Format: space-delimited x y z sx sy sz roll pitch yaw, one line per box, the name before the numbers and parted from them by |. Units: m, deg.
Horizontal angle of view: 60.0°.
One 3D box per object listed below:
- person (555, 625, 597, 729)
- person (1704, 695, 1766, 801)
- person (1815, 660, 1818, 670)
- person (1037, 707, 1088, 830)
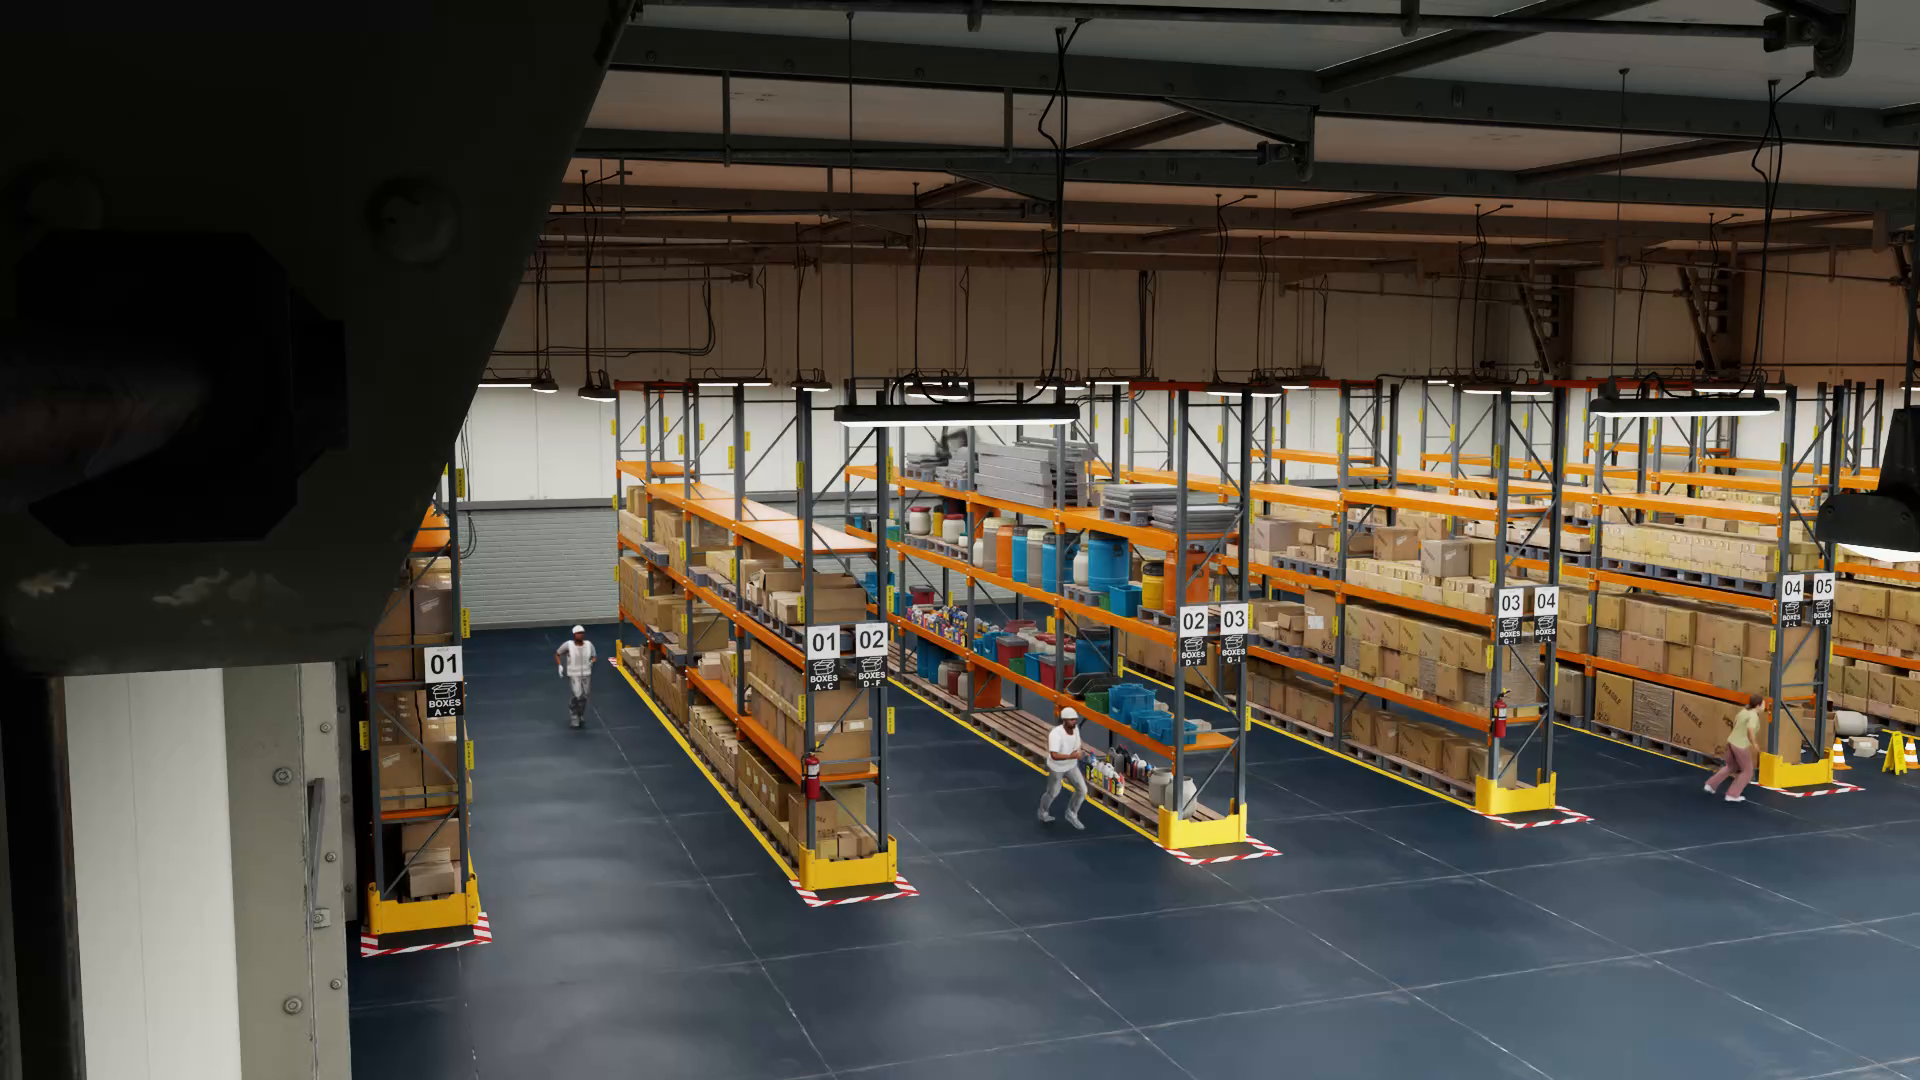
person | -6.642 2.384 28.991 0.675 1.793 0.709 -4 7 -32
person | 11.231 3.009 24.083 0.767 1.574 0.570 0 6 0
person | 16.824 2.120 32.545 0.694 1.550 0.868 -4 7 -35
person | 1.402 3.088 22.586 0.656 1.709 0.958 -4 7 -36
